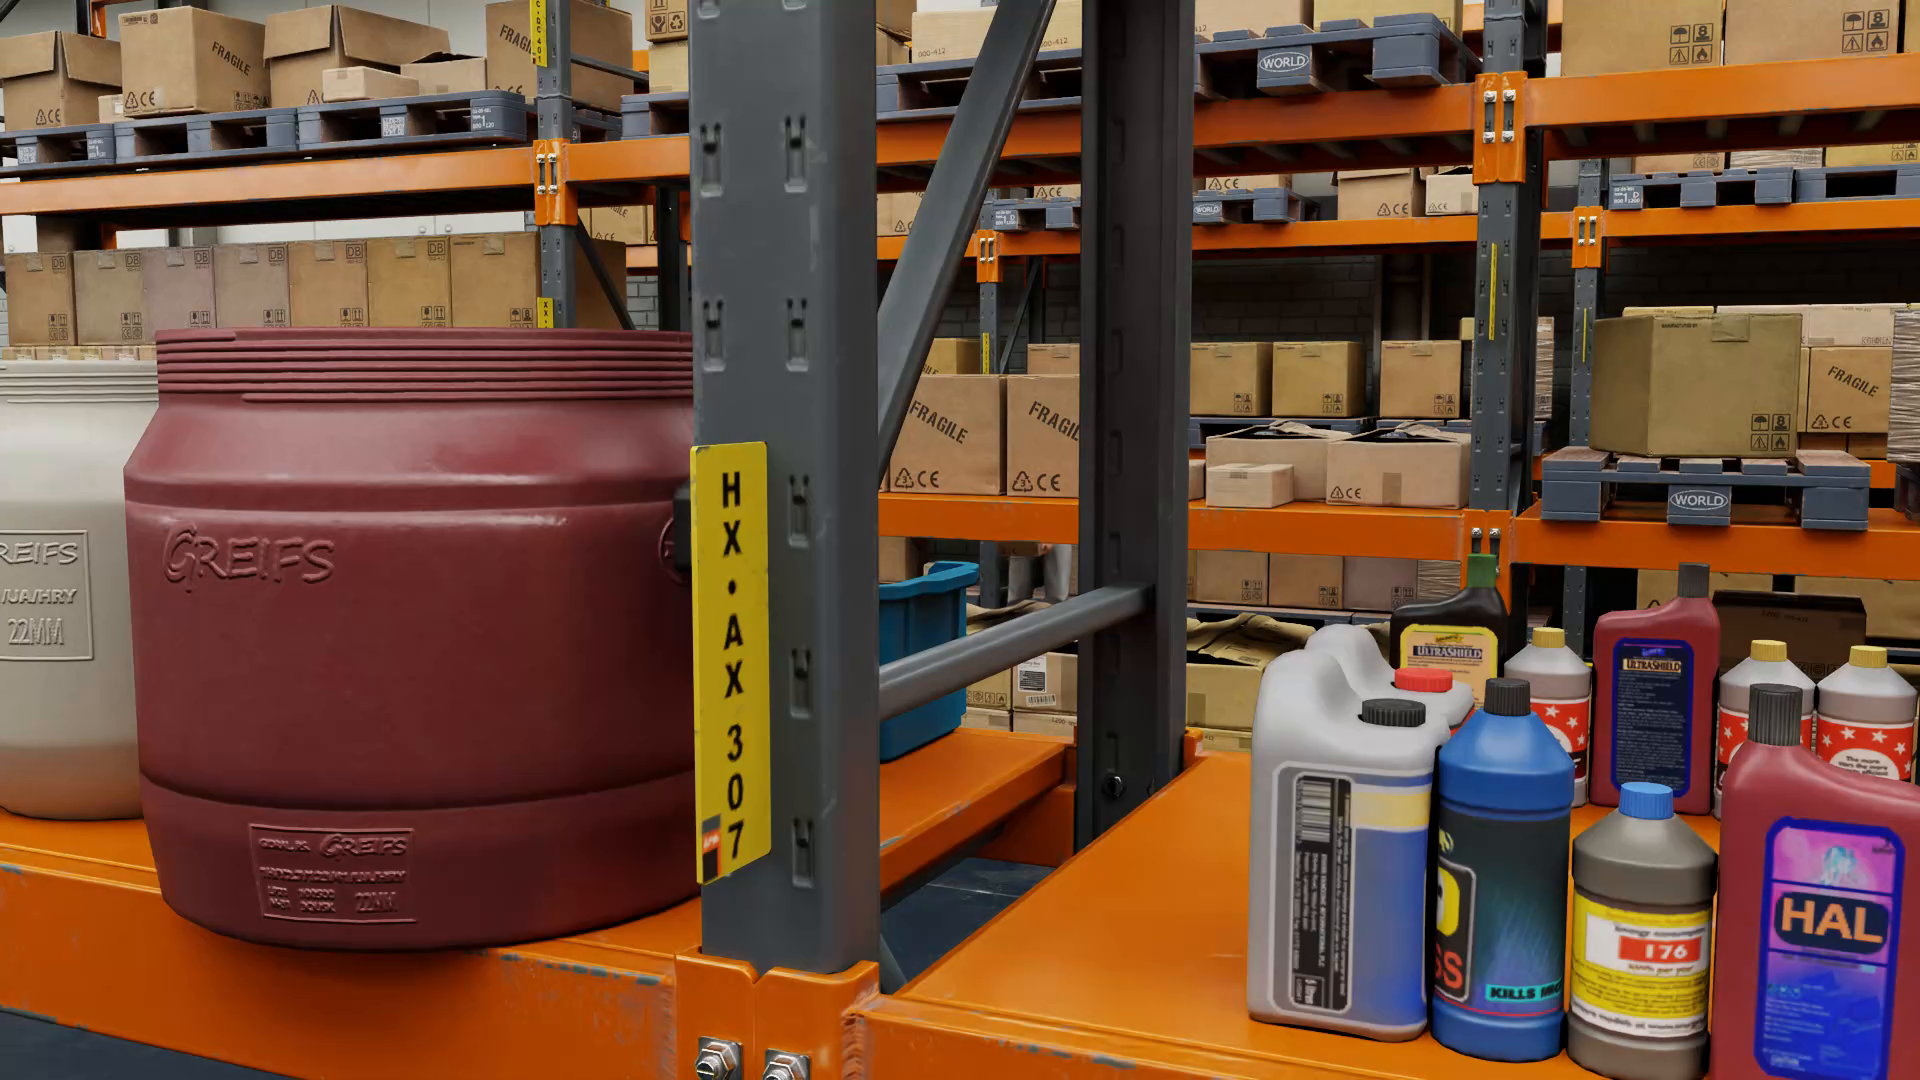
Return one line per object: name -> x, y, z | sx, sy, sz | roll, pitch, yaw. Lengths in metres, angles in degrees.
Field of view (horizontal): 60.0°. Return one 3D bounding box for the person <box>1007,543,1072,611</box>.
person -> 0.450, 0.016, 9.703 | 0.409, 1.658, 0.521 | 2, 6, 23
